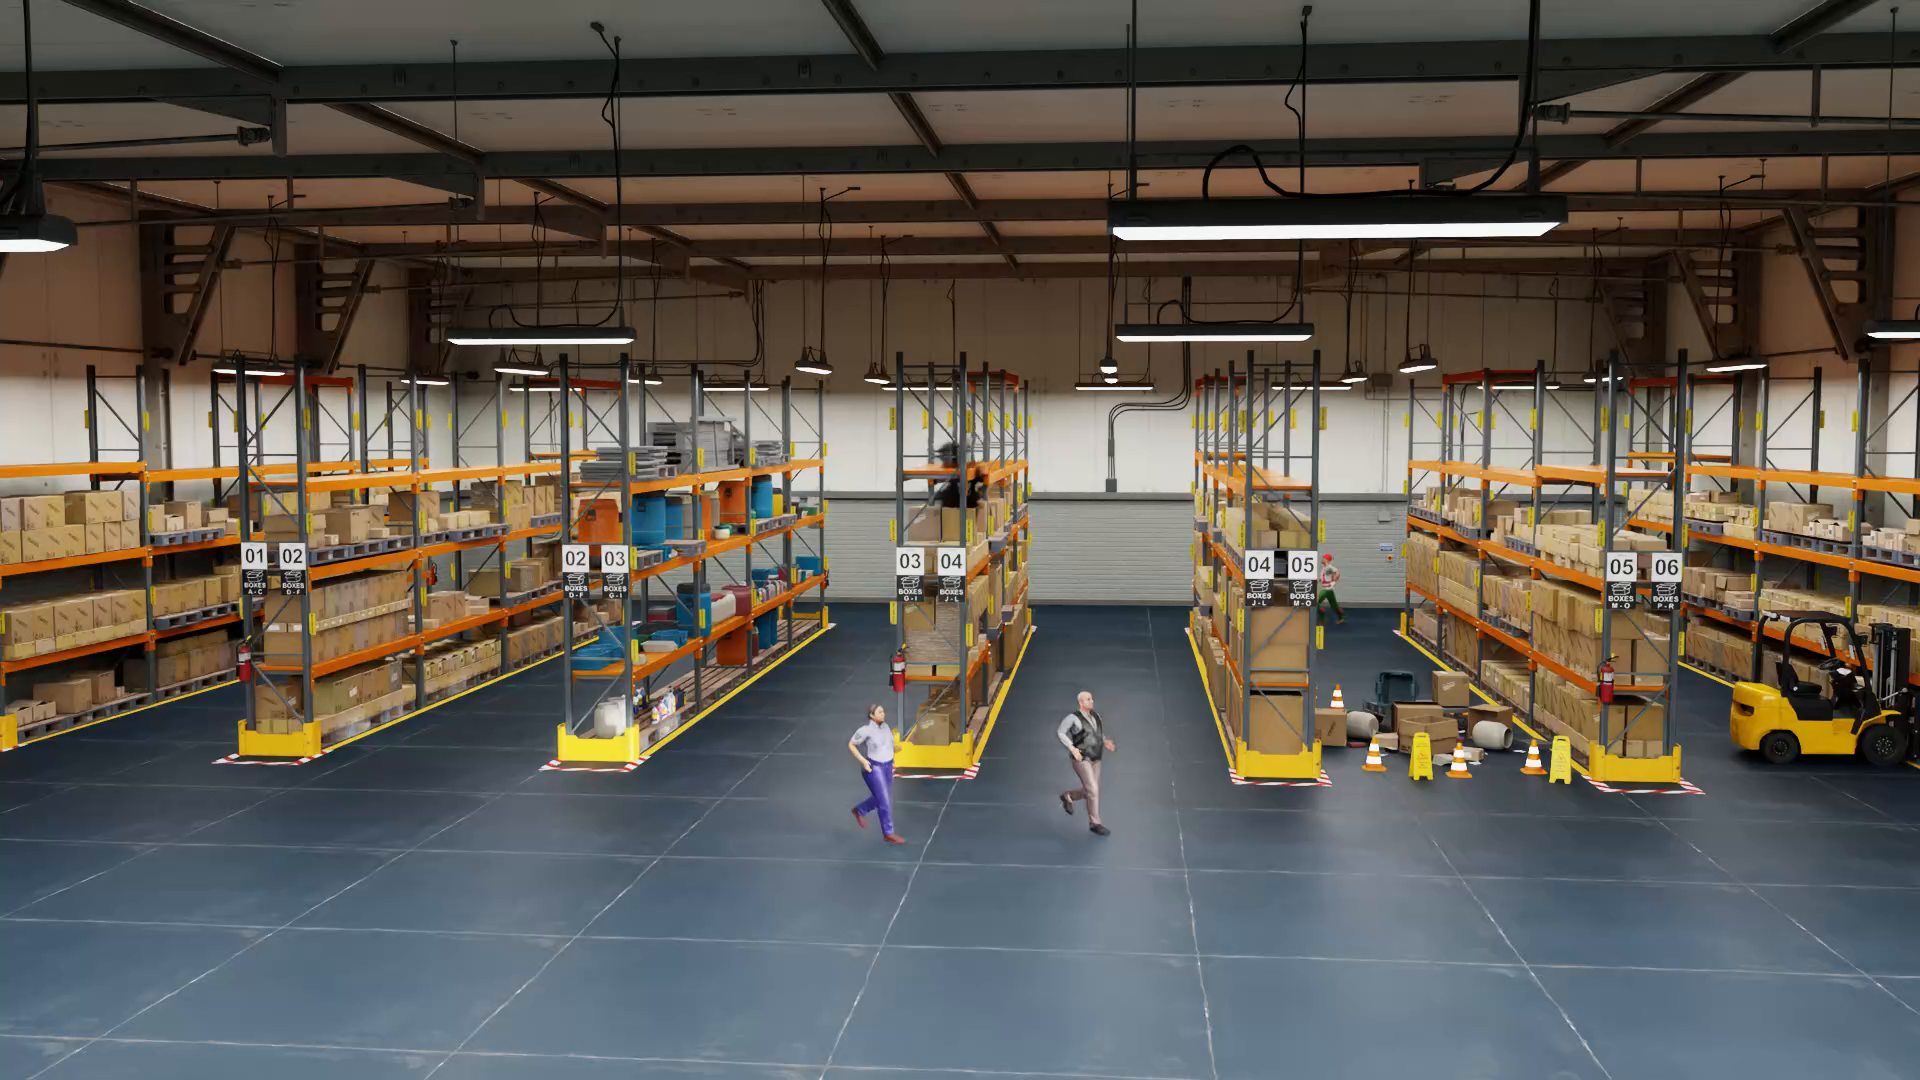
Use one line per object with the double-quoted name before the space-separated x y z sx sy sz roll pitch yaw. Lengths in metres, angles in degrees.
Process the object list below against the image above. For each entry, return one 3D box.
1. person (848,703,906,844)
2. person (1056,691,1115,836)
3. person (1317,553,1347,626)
"person" -0.997 2.804 19.904 0.918 1.539 0.615 3 5 35
"person" 1.516 2.711 20.405 0.662 1.721 0.875 -4 6 -44
"person" 8.974 1.238 40.475 0.899 1.820 0.674 1 4 10
